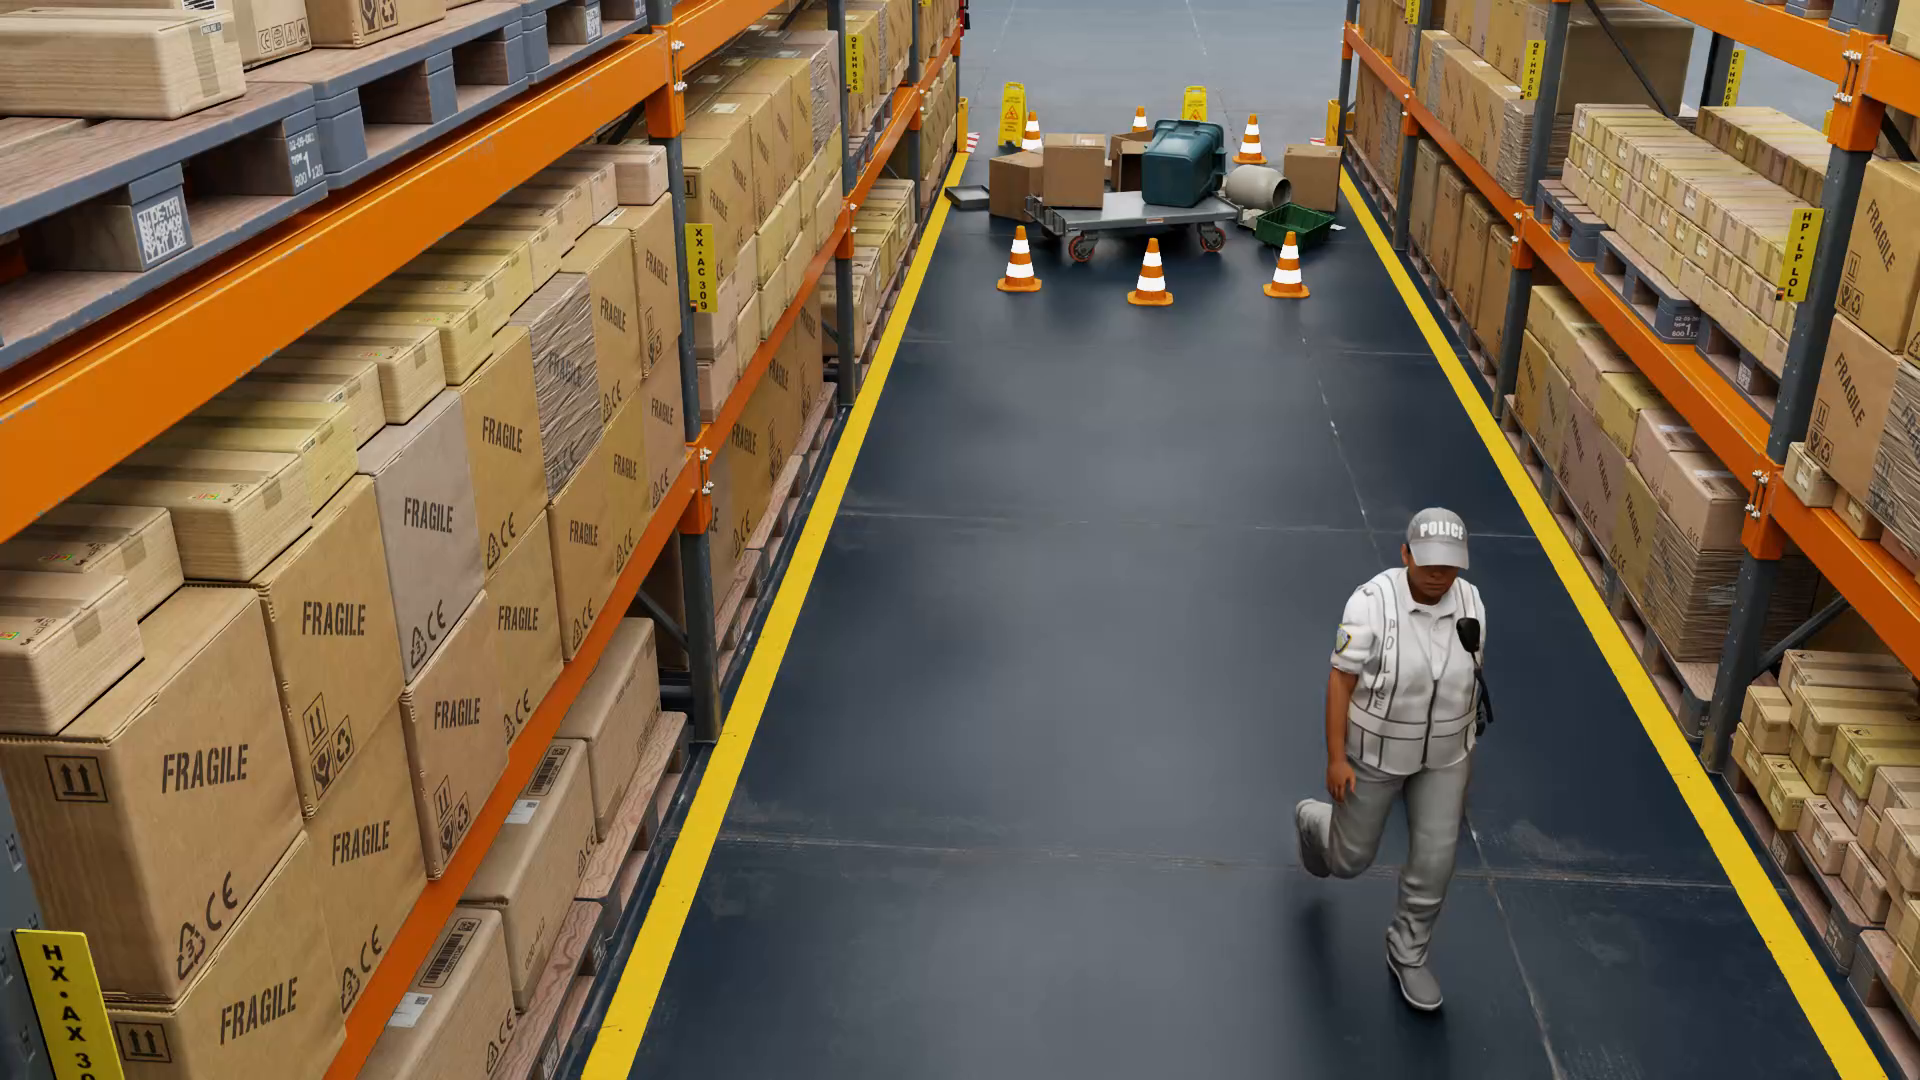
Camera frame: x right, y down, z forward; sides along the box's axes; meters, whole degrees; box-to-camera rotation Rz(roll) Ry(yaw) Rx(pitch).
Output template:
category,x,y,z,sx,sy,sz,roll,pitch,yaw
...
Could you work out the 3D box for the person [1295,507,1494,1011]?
category,x,y,z,sx,sy,sz,roll,pitch,yaw
person,1.369,0.614,5.255,0.510,1.627,0.748,-2,25,-5
